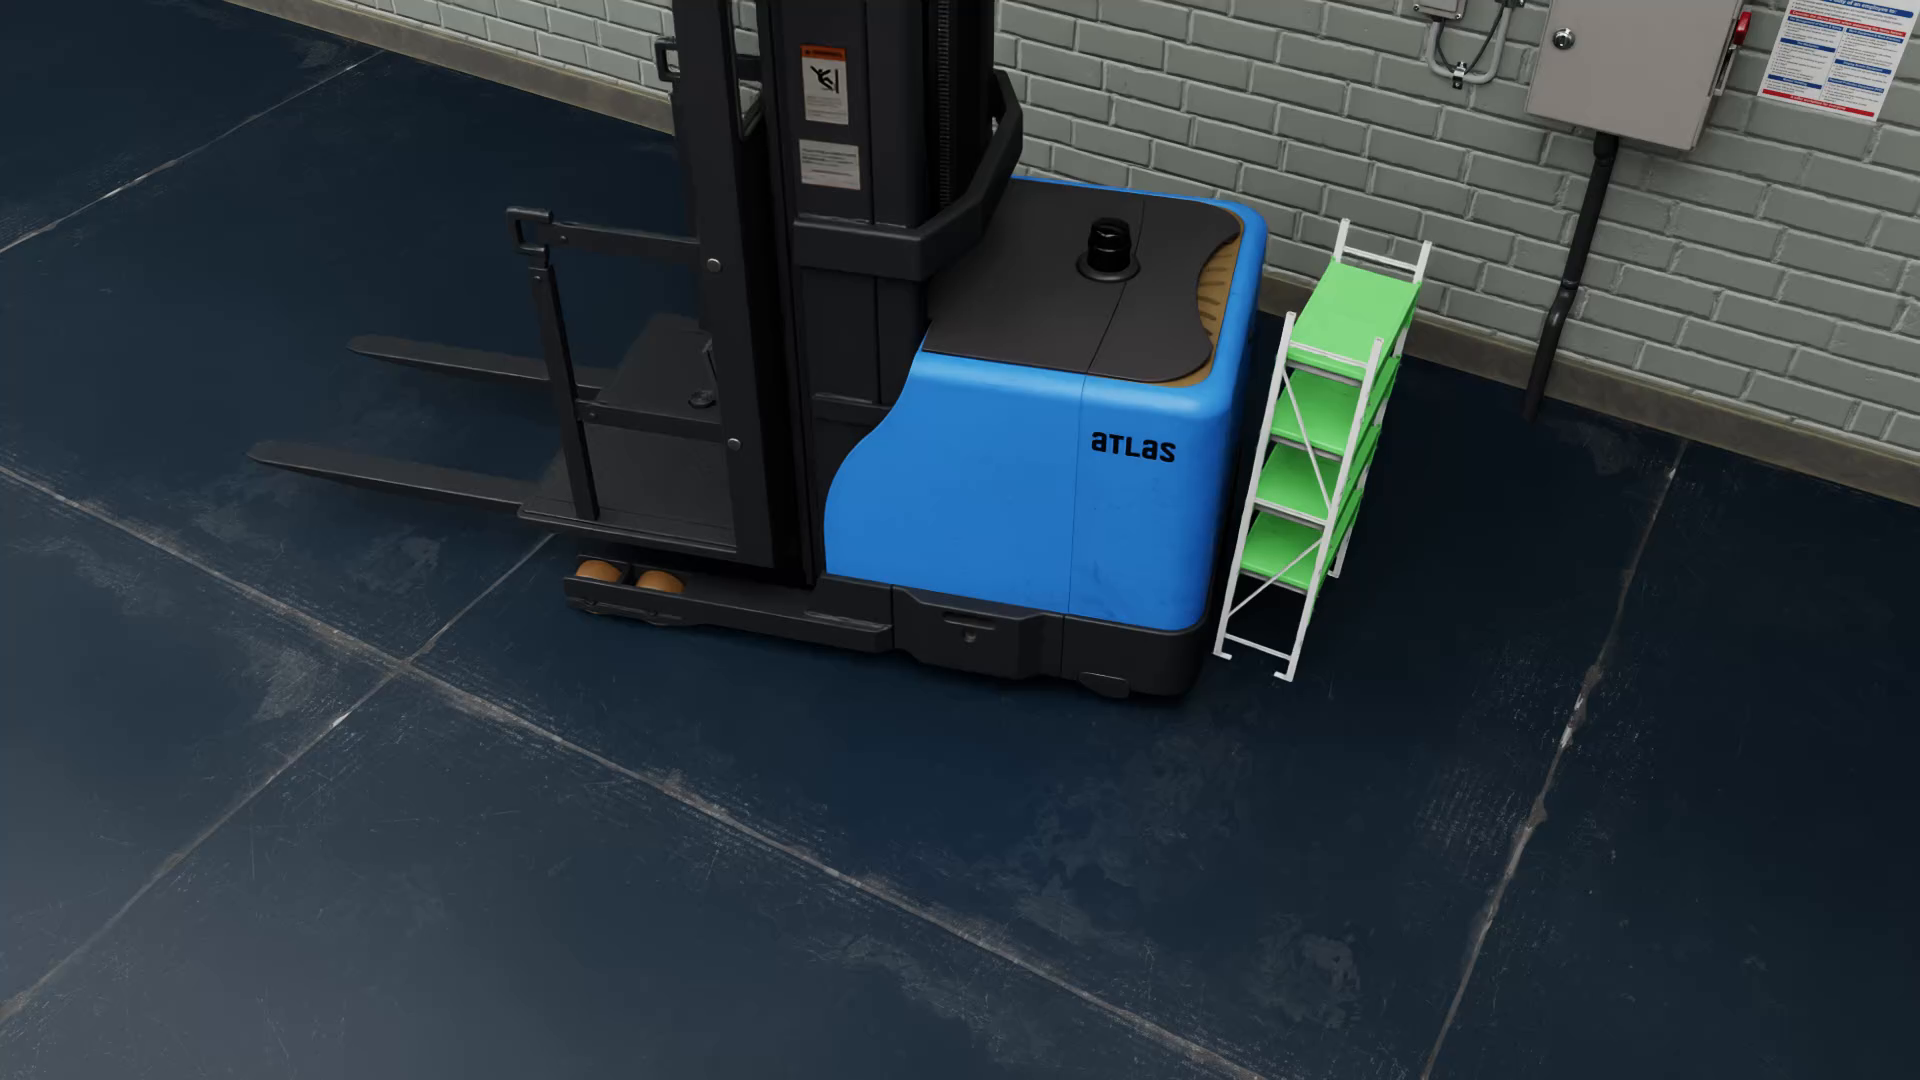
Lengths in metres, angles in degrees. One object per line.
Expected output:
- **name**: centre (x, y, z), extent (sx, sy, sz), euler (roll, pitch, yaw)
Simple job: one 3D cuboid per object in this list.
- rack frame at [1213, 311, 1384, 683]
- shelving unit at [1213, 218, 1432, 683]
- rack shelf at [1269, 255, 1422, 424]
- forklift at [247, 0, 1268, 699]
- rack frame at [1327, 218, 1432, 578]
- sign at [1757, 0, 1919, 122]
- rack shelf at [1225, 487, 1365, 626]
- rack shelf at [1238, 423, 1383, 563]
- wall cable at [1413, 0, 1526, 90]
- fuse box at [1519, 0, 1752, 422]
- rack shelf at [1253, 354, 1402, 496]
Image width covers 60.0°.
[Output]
- **rack frame**: centre (0.877, -0.074, 4.416), extent (0.240, 1.200, 0.015), euler (20, 45, 17)
- **shelving unit**: centre (0.981, -0.220, 4.581), extent (0.258, 1.200, 0.503), euler (20, 45, 17)
- **rack shelf**: centre (1.001, -0.525, 4.300), extent (0.258, 0.148, 0.480), euler (20, 45, 17)
- **forklift**: centre (-0.692, -1.173, 4.364), extent (3.031, 2.935, 1.130), euler (9, 42, 10)
- **rack frame**: centre (1.086, -0.365, 4.747), extent (0.240, 1.200, 0.015), euler (20, 45, 17)
- **sign**: centre (2.499, -1.446, 4.694), extent (0.329, 0.494, 0.001), euler (21, 45, 22)
- **rack shelf**: centre (0.967, 0.004, 4.787), extent (0.258, 0.148, 0.480), euler (20, 45, 17)
- **rack shelf**: centre (0.978, -0.173, 4.625), extent (0.258, 0.148, 0.480), euler (20, 45, 17)
- **wall cable**: centre (1.455, -2.223, 4.736), extent (0.588, 1.984, 0.122), euler (21, 45, 22)
- **fuse box**: centre (1.967, -1.043, 5.139), extent (0.539, 1.711, 0.414), euler (21, 45, 22)
- **rack shelf**: centre (0.989, -0.349, 4.462), extent (0.258, 0.148, 0.480), euler (20, 45, 17)
